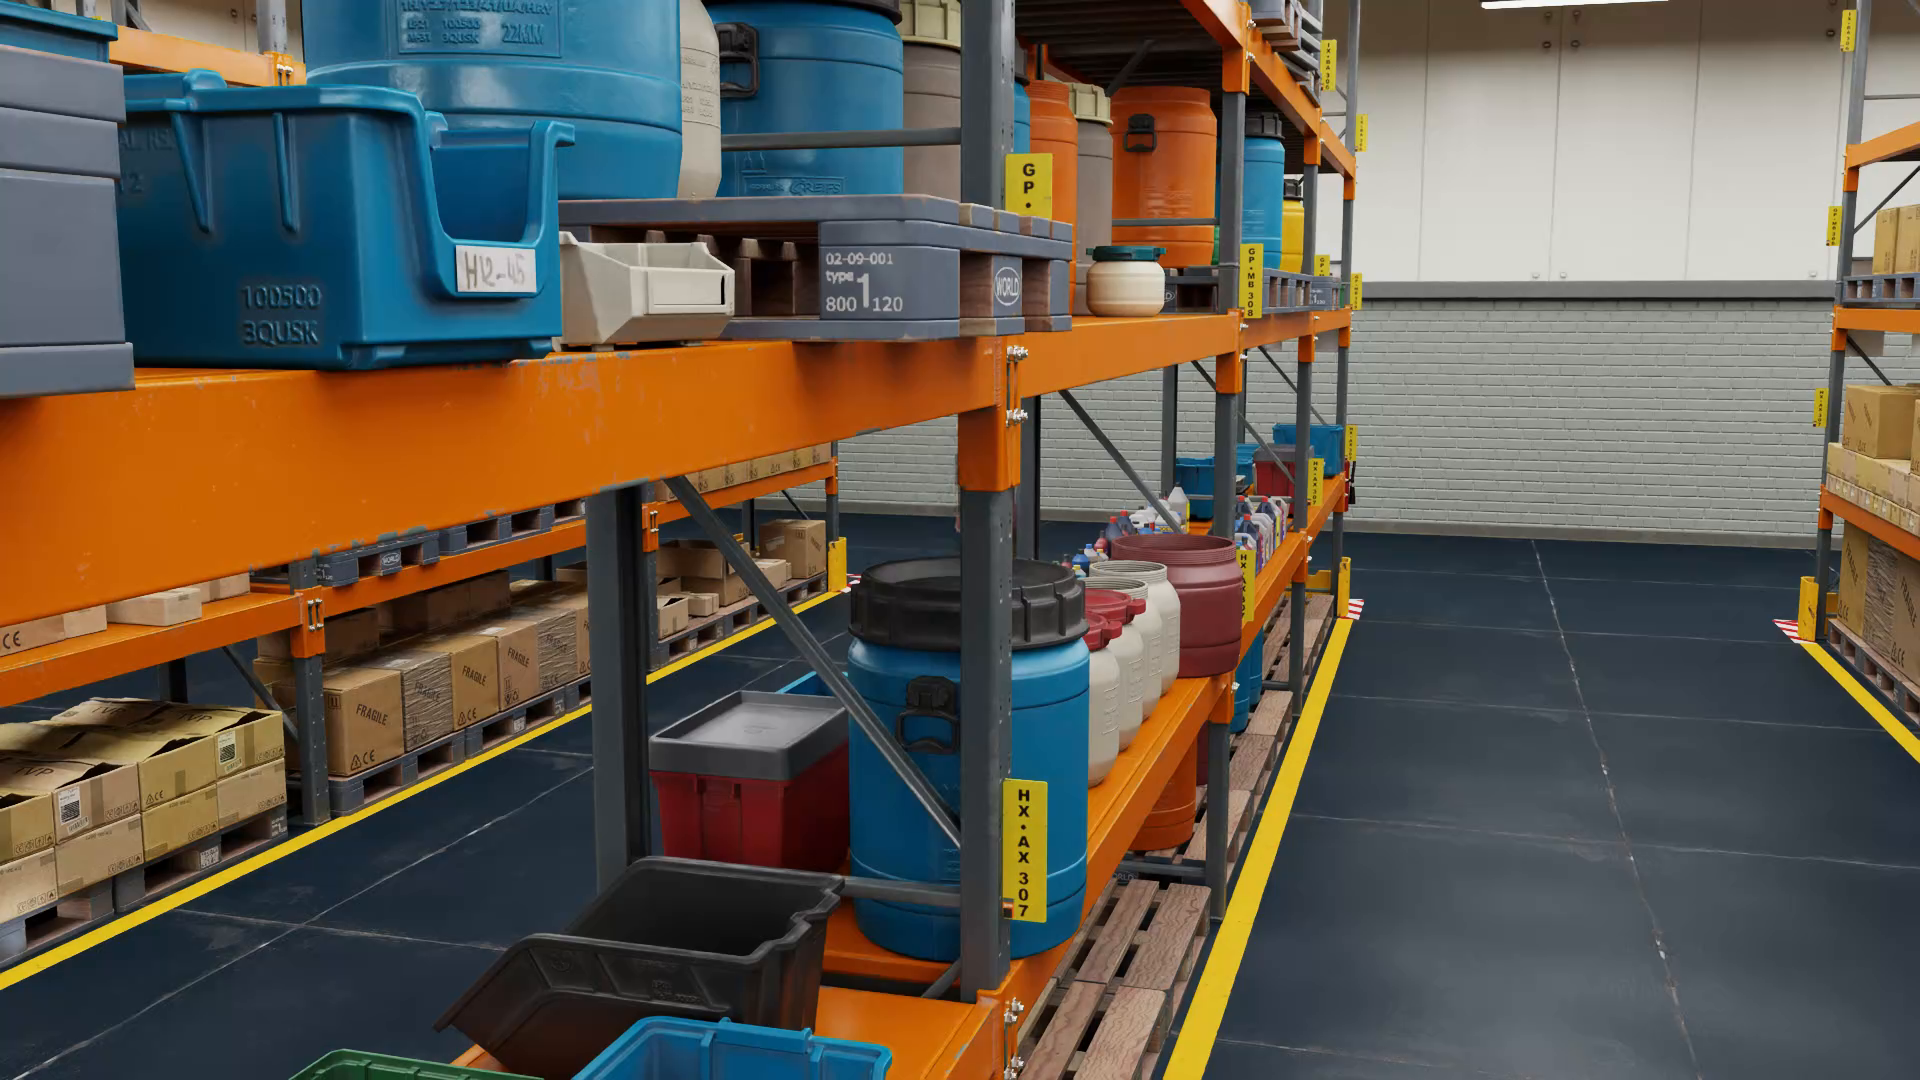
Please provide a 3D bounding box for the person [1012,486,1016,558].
[{"bbox_3d":[0.337,-0.287,15.677,0.626,1.766,0.604,-4,9,-27],"label":"person"}]
